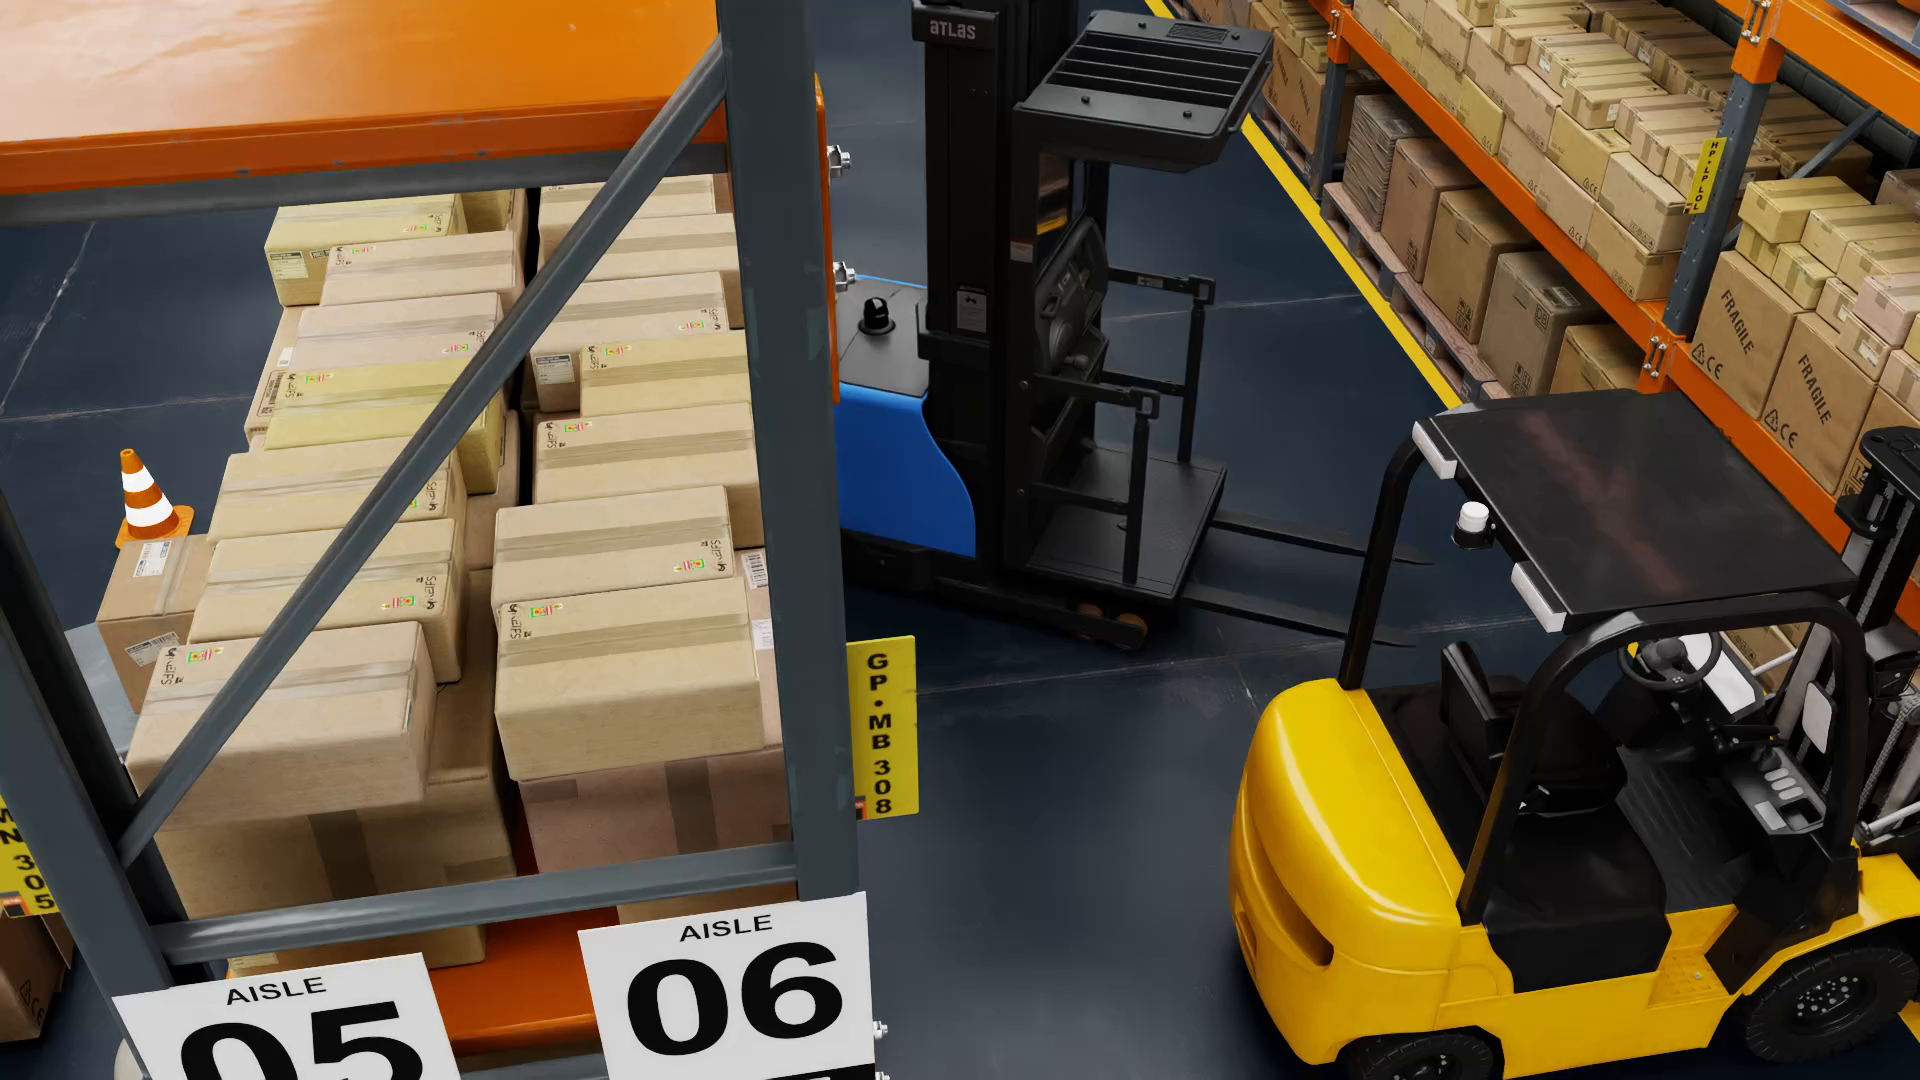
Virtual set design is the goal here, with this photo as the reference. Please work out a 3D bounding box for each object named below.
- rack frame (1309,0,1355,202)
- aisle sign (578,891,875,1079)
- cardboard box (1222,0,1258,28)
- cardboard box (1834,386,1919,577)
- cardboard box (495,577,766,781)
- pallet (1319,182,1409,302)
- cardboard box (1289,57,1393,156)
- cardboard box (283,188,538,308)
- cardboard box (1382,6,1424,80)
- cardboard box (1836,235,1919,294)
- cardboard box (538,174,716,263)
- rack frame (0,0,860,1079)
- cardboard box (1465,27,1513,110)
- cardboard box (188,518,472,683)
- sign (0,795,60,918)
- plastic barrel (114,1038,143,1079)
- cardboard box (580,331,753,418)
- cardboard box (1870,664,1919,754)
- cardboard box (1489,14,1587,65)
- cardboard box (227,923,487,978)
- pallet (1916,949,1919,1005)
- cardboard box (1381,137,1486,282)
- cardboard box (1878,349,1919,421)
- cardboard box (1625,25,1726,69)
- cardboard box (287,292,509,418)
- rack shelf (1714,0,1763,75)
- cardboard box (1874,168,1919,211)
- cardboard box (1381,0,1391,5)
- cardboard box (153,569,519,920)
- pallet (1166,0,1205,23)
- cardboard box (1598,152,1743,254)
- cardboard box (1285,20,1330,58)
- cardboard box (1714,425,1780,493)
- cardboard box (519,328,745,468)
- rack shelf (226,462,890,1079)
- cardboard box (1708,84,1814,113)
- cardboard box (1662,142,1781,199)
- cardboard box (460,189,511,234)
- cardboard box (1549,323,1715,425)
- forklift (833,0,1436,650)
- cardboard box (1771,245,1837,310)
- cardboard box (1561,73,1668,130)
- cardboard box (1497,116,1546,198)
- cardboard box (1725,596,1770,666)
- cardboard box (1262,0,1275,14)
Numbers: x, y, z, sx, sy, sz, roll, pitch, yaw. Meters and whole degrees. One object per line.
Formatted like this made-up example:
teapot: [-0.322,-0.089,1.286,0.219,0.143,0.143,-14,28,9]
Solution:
rack frame: [2.842,-3.523,10.240,1.000,3.000,0.127,-6,38,-8]
aisle sign: [-0.325,0.822,2.527,0.394,0.787,0.004,-6,38,-8]
cardboard box: [2.275,-3.865,12.375,0.500,0.500,0.500,-8,38,-10]
cardboard box: [3.562,-0.232,5.922,0.500,0.500,0.500,-7,38,-8]
cardboard box: [-0.503,0.208,2.547,0.380,0.149,0.250,-6,38,-8]
pallet: [2.948,-1.921,10.450,1.003,0.211,1.213,-6,38,-8]
cardboard box: [2.557,-2.934,11.177,0.500,0.500,0.500,-5,38,-7]
cardboard box: [-1.270,-0.600,3.912,0.500,0.250,0.500,-6,38,-8]
cardboard box: [2.763,-2.865,9.516,0.500,0.250,0.500,-7,38,-9]
cardboard box: [3.496,-0.995,6.133,0.380,0.149,0.250,-7,38,-9]
cardboard box: [-0.739,-0.715,3.734,0.380,0.149,0.250,-5,38,-7]
rack frame: [-0.641,-0.524,1.490,1.000,3.000,0.127,-6,38,-8]
cardboard box: [2.955,-2.441,8.561,0.500,0.250,0.500,-6,38,-7]
cardboard box: [-0.999,0.112,2.670,0.380,0.149,0.250,-6,38,-7]
sign: [-1.191,0.358,2.077,0.100,0.325,0.005,-6,38,-8]
plastic barrel: [-2.494,1.777,5.517,0.512,0.421,0.421,19,42,23]
cardboard box: [-0.516,-0.260,3.149,0.380,0.149,0.250,-6,38,-8]
cardboard box: [3.582,0.671,5.925,0.500,0.250,0.500,-7,38,-9]
cardboard box: [2.889,-2.506,8.320,0.380,0.149,0.250,-7,38,-9]
cardboard box: [-0.979,0.574,2.726,0.380,0.149,0.250,-6,38,-8]
pallet: [3.859,1.217,6.411,1.003,0.211,1.213,-6,38,-8]
cardboard box: [3.060,-1.979,9.846,0.875,0.625,0.625,-5,38,-6]
cardboard box: [3.475,-0.556,5.810,0.380,0.149,0.250,-7,38,-8]
cardboard box: [3.522,-2.414,8.202,0.380,0.149,0.250,-7,38,-8]
cardboard box: [-1.091,-0.347,3.262,0.380,0.149,0.250,-6,38,-8]
rack shelf: [3.193,-3.216,7.986,1.077,0.370,4.000,-6,38,-8]
cardboard box: [3.897,-1.360,6.603,0.380,0.149,0.250,-6,38,-8]
cardboard box: [2.655,-3.365,9.750,0.500,0.250,0.500,-6,38,-8]
cardboard box: [-0.996,0.322,2.725,0.500,0.250,0.500,-7,38,-9]
pallet: [2.321,-4.351,13.578,1.003,0.211,1.213,-6,38,-8]
cardboard box: [3.206,-1.515,7.369,0.500,0.250,0.500,-7,38,-9]
cardboard box: [2.428,-3.391,11.236,0.380,0.149,0.250,-8,39,-10]
cardboard box: [3.319,-0.256,7.119,0.500,0.250,0.500,-7,38,-9]
cardboard box: [-0.661,-0.345,3.584,0.500,0.250,0.500,-5,38,-7]
rack shelf: [-0.992,-0.264,4.186,1.077,0.370,4.000,-6,38,-8]
cardboard box: [3.655,-1.957,7.614,0.380,0.149,0.250,-6,38,-8]
cardboard box: [3.265,-1.585,7.135,0.380,0.149,0.250,-5,38,-6]
cardboard box: [-1.255,-0.816,3.865,0.380,0.149,0.250,-6,38,-7]
cardboard box: [3.441,-0.649,8.134,0.875,0.625,0.625,-5,38,-6]
forklift: [0.666,-1.030,7.087,3.031,2.935,1.130,13,40,16]
cardboard box: [3.387,-1.026,6.415,0.380,0.149,0.250,-5,38,-7]
cardboard box: [3.034,-2.037,7.717,0.380,0.149,0.250,-7,38,-9]
cardboard box: [3.047,-1.931,8.312,0.500,0.250,0.500,-6,38,-8]
cardboard box: [3.415,0.245,6.881,0.500,0.250,0.500,-6,38,-8]
cardboard box: [2.379,-3.869,11.852,0.380,0.149,0.250,-7,38,-9]
